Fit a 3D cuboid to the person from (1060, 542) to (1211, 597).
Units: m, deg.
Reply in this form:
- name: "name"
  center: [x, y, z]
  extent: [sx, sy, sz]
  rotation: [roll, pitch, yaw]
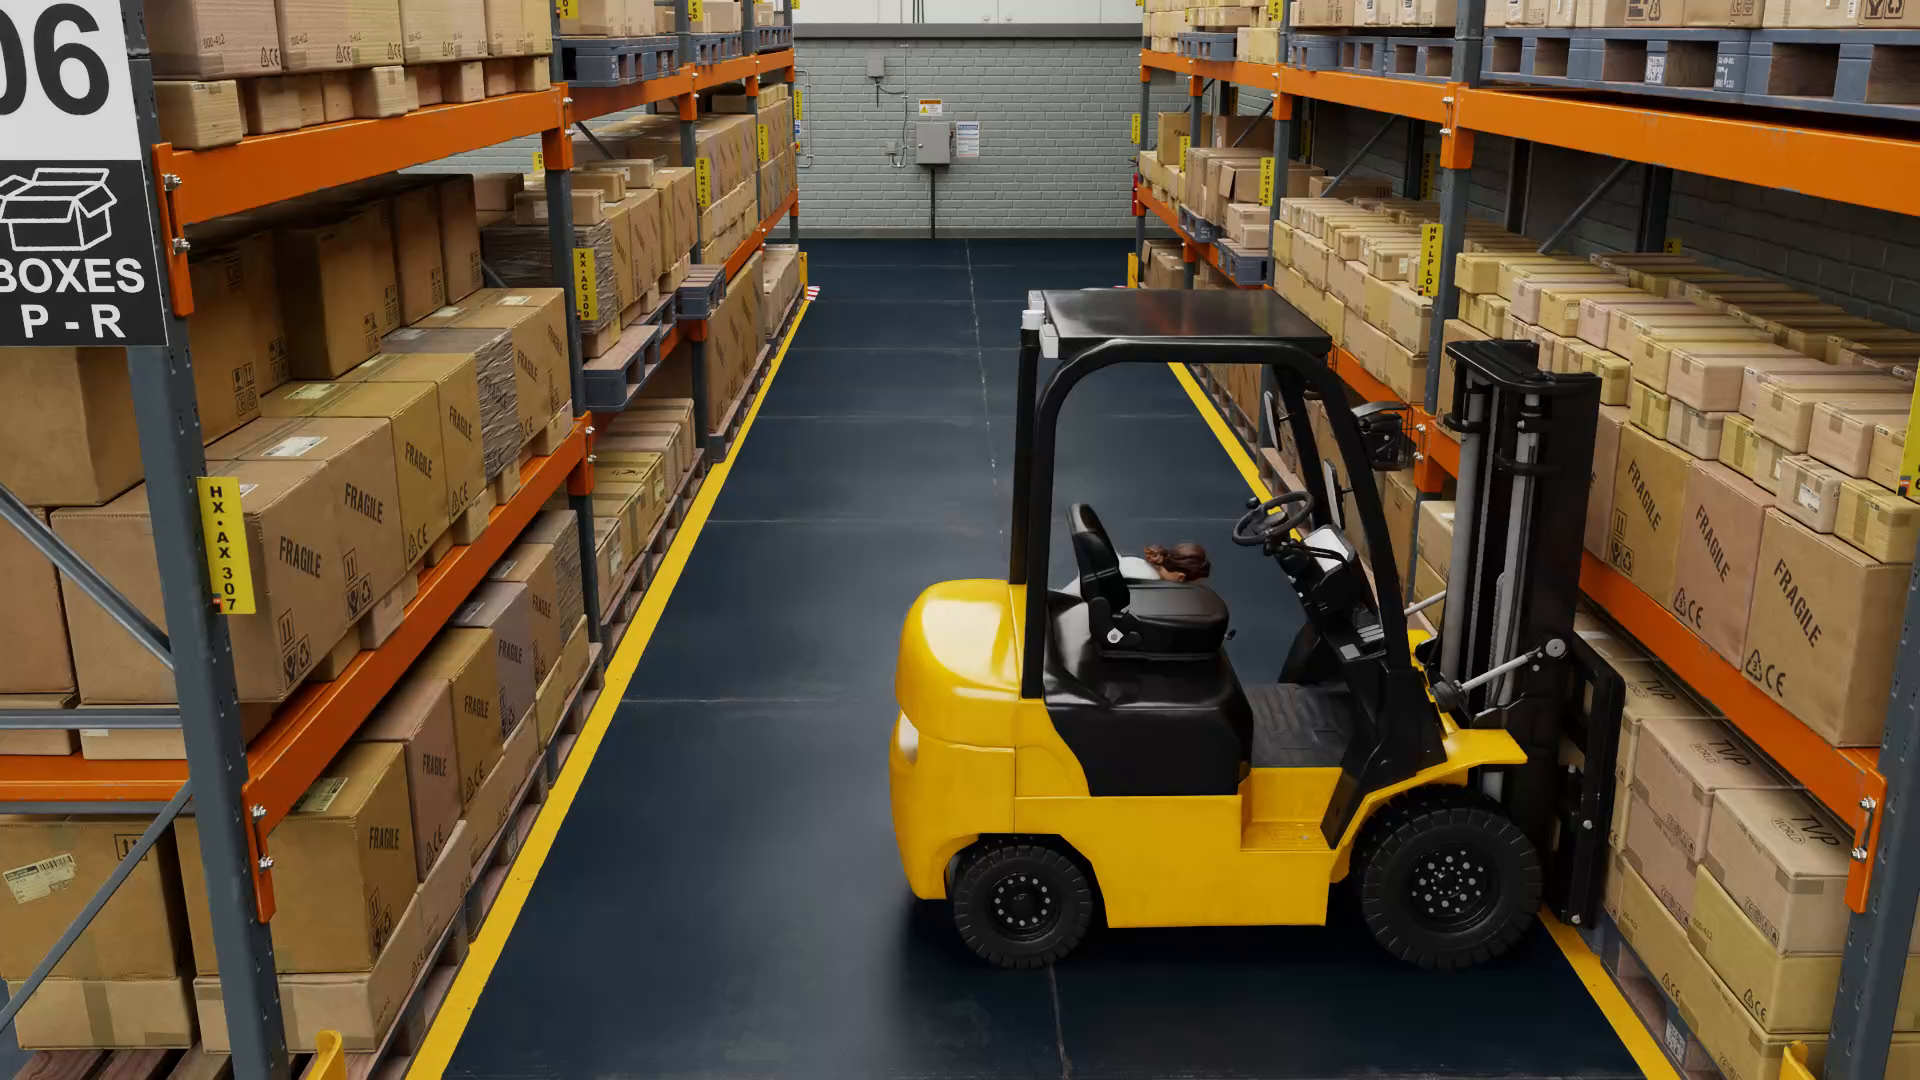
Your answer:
- name: "person"
  center: [0.737, 0.427, 7.598]
  extent: [0.801, 0.834, 0.481]
  rotation: [0, 17, -1]
